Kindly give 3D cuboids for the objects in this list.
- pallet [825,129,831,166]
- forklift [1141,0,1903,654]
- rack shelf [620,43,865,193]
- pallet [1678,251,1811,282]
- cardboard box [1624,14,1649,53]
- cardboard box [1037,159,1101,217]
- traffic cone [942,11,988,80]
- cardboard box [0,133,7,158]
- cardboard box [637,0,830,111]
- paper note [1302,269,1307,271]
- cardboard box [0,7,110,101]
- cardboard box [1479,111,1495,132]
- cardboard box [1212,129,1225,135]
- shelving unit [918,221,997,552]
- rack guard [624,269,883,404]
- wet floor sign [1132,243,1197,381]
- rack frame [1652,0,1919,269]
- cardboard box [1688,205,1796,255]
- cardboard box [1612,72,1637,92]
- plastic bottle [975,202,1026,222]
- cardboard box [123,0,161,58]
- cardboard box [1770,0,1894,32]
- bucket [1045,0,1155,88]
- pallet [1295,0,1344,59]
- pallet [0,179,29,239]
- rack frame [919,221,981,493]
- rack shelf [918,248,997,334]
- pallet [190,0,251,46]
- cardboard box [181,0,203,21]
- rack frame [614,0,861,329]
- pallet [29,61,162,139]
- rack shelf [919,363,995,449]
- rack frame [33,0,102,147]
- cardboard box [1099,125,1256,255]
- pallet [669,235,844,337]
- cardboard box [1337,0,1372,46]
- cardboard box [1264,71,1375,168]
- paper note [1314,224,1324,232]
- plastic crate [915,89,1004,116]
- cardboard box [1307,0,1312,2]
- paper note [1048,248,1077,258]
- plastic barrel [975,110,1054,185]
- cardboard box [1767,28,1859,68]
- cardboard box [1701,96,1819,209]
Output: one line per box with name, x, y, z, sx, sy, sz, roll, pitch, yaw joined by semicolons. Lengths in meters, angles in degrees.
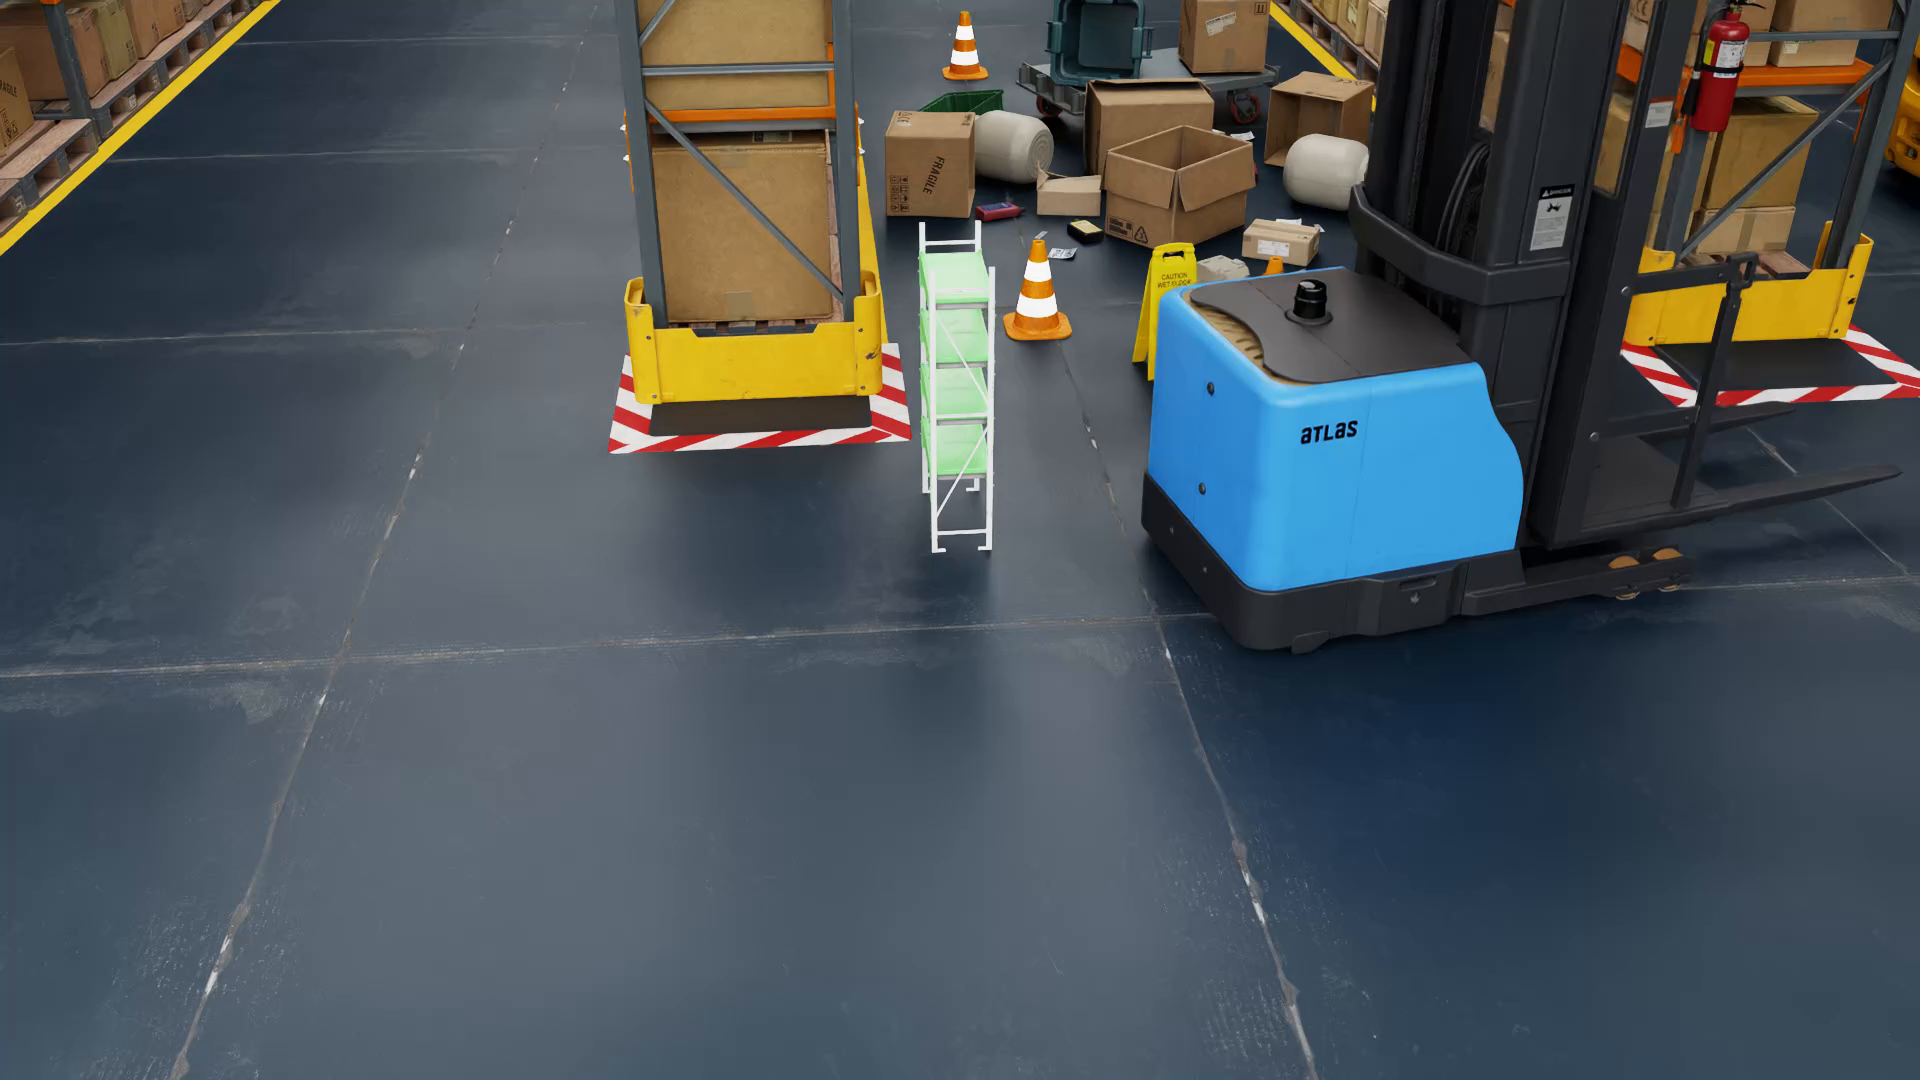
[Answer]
pallet;-1.346;-2.504;10.736;1.003;0.211;1.213;-3;31;-5
forklift;2.307;-1.277;6.030;3.031;2.935;1.130;-9;32;-15
rack shelf;-1.152;-2.763;9.153;1.077;0.370;4.000;-3;31;-5
pallet;3.906;-1.598;9.219;1.003;0.211;1.213;-3;31;-5
cardboard box;3.571;-2.537;8.317;0.380;0.149;0.250;-3;31;-5
cardboard box;0.655;-2.130;10.057;0.396;0.266;0.258;2;31;4
traffic cone;0.039;-3.761;12.596;0.336;0.463;0.334;-3;31;-5
cardboard box;-6.228;-2.516;10.065;0.500;0.500;0.500;7;32;11
cardboard box;-1.045;-2.303;7.534;0.875;0.550;0.550;-3;31;-5
paper note;1.883;-1.452;9.152;0.148;0.019;0.142;-14;33;-22
cardboard box;-6.323;-3.337;11.421;0.700;0.500;0.500;-5;31;-8
cardboard box;3.479;-2.525;10.324;0.500;0.250;0.500;-3;31;-5
cardboard box;1.519;-2.689;10.994;0.396;0.266;0.258;27;40;37
shelving unit;-0.015;-0.600;6.584;0.258;1.200;0.503;-3;31;-5
rack guard;-0.963;-0.966;7.879;1.175;0.500;0.348;-3;31;-5
wet floor sign;1.008;-1.120;7.996;0.267;0.644;0.232;-8;32;-13
rack frame;3.953;-2.340;7.742;1.000;3.000;0.127;-3;31;-5
cardboard box;4.153;-1.765;9.051;0.500;0.250;0.500;-3;31;-5
cardboard box;3.518;-2.521;8.953;0.380;0.149;0.250;-2;31;-3
plastic bottle;0.246;-1.981;10.006;0.283;0.061;0.133;-14;33;-22
cardboard box;-6.401;-3.867;12.308;0.700;0.500;0.500;-5;31;-9
cardboard box;4.185;-2.765;8.067;0.500;0.500;0.500;-3;31;-5
bucket;0.969;-3.381;11.196;0.726;0.611;0.620;8;22;13
pallet;3.388;-4.207;13.587;1.003;0.211;1.213;-3;31;-5
pallet;-6.072;-1.745;9.465;1.003;0.211;1.213;-3;31;-5
rack frame;-0.038;-0.724;6.792;0.240;1.200;0.015;-3;31;-5
rack shelf;-0.015;-0.957;6.370;0.258;0.148;0.480;-3;31;-5
pallet;-6.589;-4.353;13.832;1.003;0.211;1.213;-3;31;-5
cardboard box;-6.514;-4.441;13.269;0.700;0.500;0.500;-5;31;-9
rack frame;-0.966;-2.051;7.259;1.000;3.000;0.127;-3;31;-5
pallet;-6.361;-3.107;11.747;1.003;0.211;1.213;-3;31;-5
rack shelf;-0.015;-0.545;6.617;0.258;0.148;0.480;-3;31;-5
rack frame;-6.287;-3.907;10.366;1.000;3.000;0.127;-3;31;-5
cardboard box;1.269;-2.043;9.680;0.637;0.503;0.797;27;40;37
pallet;-1.118;-1.258;8.651;1.003;0.211;1.213;-3;31;-5
cardboard box;3.458;-4.069;12.790;0.950;0.372;0.625;-1;31;-1
cardboard box;2.325;-2.698;10.776;0.500;0.500;0.500;20;36;29
paper note;2.122;-1.844;9.827;0.032;0.001;0.123;-3;31;-5
plastic crate;-0.019;-2.885;11.340;0.450;0.188;0.662;4;30;26
cardboard box;3.326;-4.811;14.032;0.950;0.372;0.625;-3;31;-6
paper note;0.582;-1.636;9.461;0.144;0.017;0.142;8;32;13
plastic barrel;0.294;-2.481;10.492;0.512;0.421;0.421;20;36;29
cardboard box;4.128;-2.415;8.113;0.380;0.149;0.250;-3;31;-4
cardboard box;4.151;-2.099;8.879;0.500;0.500;0.500;-4;31;-6
